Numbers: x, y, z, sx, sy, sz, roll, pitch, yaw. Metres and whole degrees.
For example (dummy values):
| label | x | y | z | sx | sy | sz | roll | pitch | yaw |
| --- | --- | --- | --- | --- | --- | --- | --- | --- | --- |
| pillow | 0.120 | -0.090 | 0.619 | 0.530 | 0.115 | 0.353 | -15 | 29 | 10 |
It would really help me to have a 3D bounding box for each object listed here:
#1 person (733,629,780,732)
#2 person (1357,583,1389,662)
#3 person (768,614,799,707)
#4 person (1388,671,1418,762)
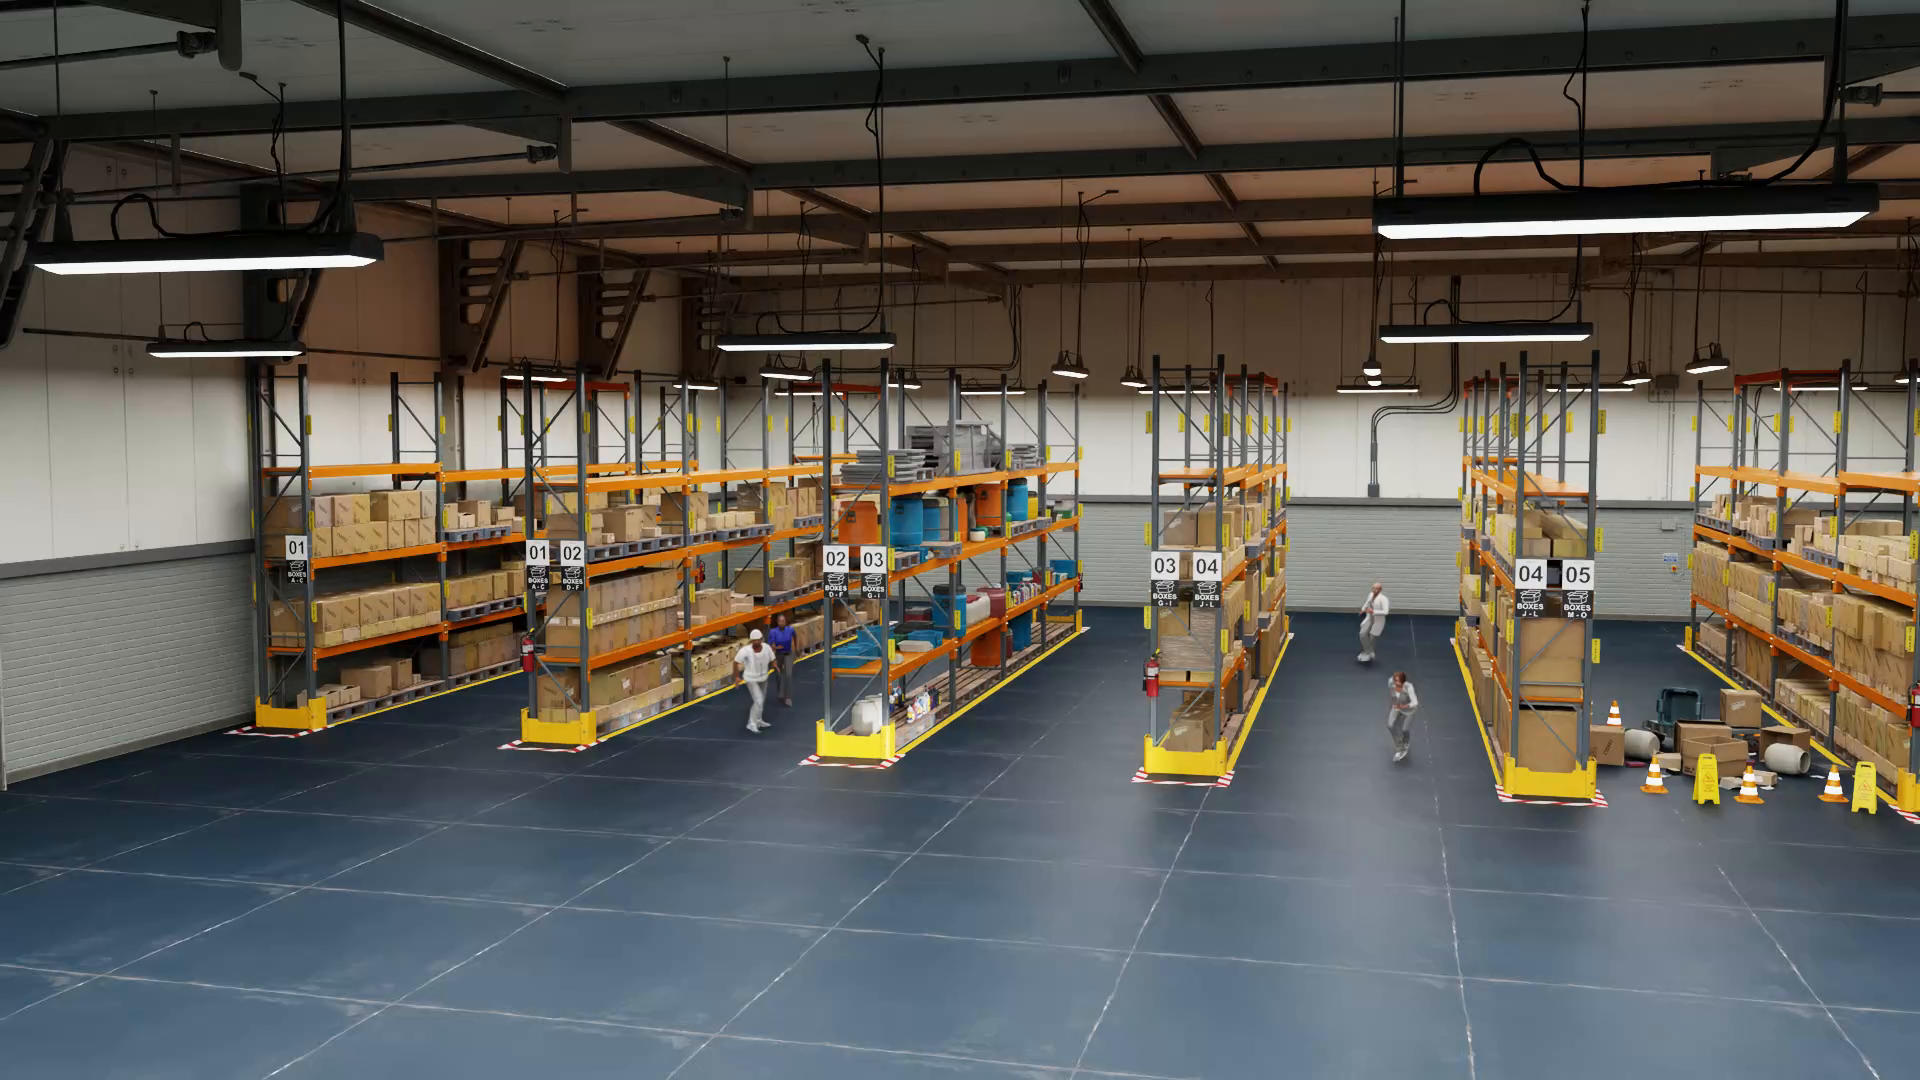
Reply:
| label | x | y | z | sx | sy | sz | roll | pitch | yaw |
| --- | --- | --- | --- | --- | --- | --- | --- | --- | --- |
| person | -3.300 | 2.310 | 27.234 | 0.818 | 1.724 | 0.690 | 4 | 5 | 44 |
| person | 8.700 | 1.725 | 35.051 | 0.855 | 1.681 | 0.776 | 3 | 5 | 41 |
| person | -3.177 | 2.140 | 29.926 | 0.574 | 1.620 | 0.955 | 0 | 4 | -6 |
| person | 6.683 | 2.605 | 24.995 | 0.525 | 1.369 | 1.049 | 2 | 5 | 31 |
